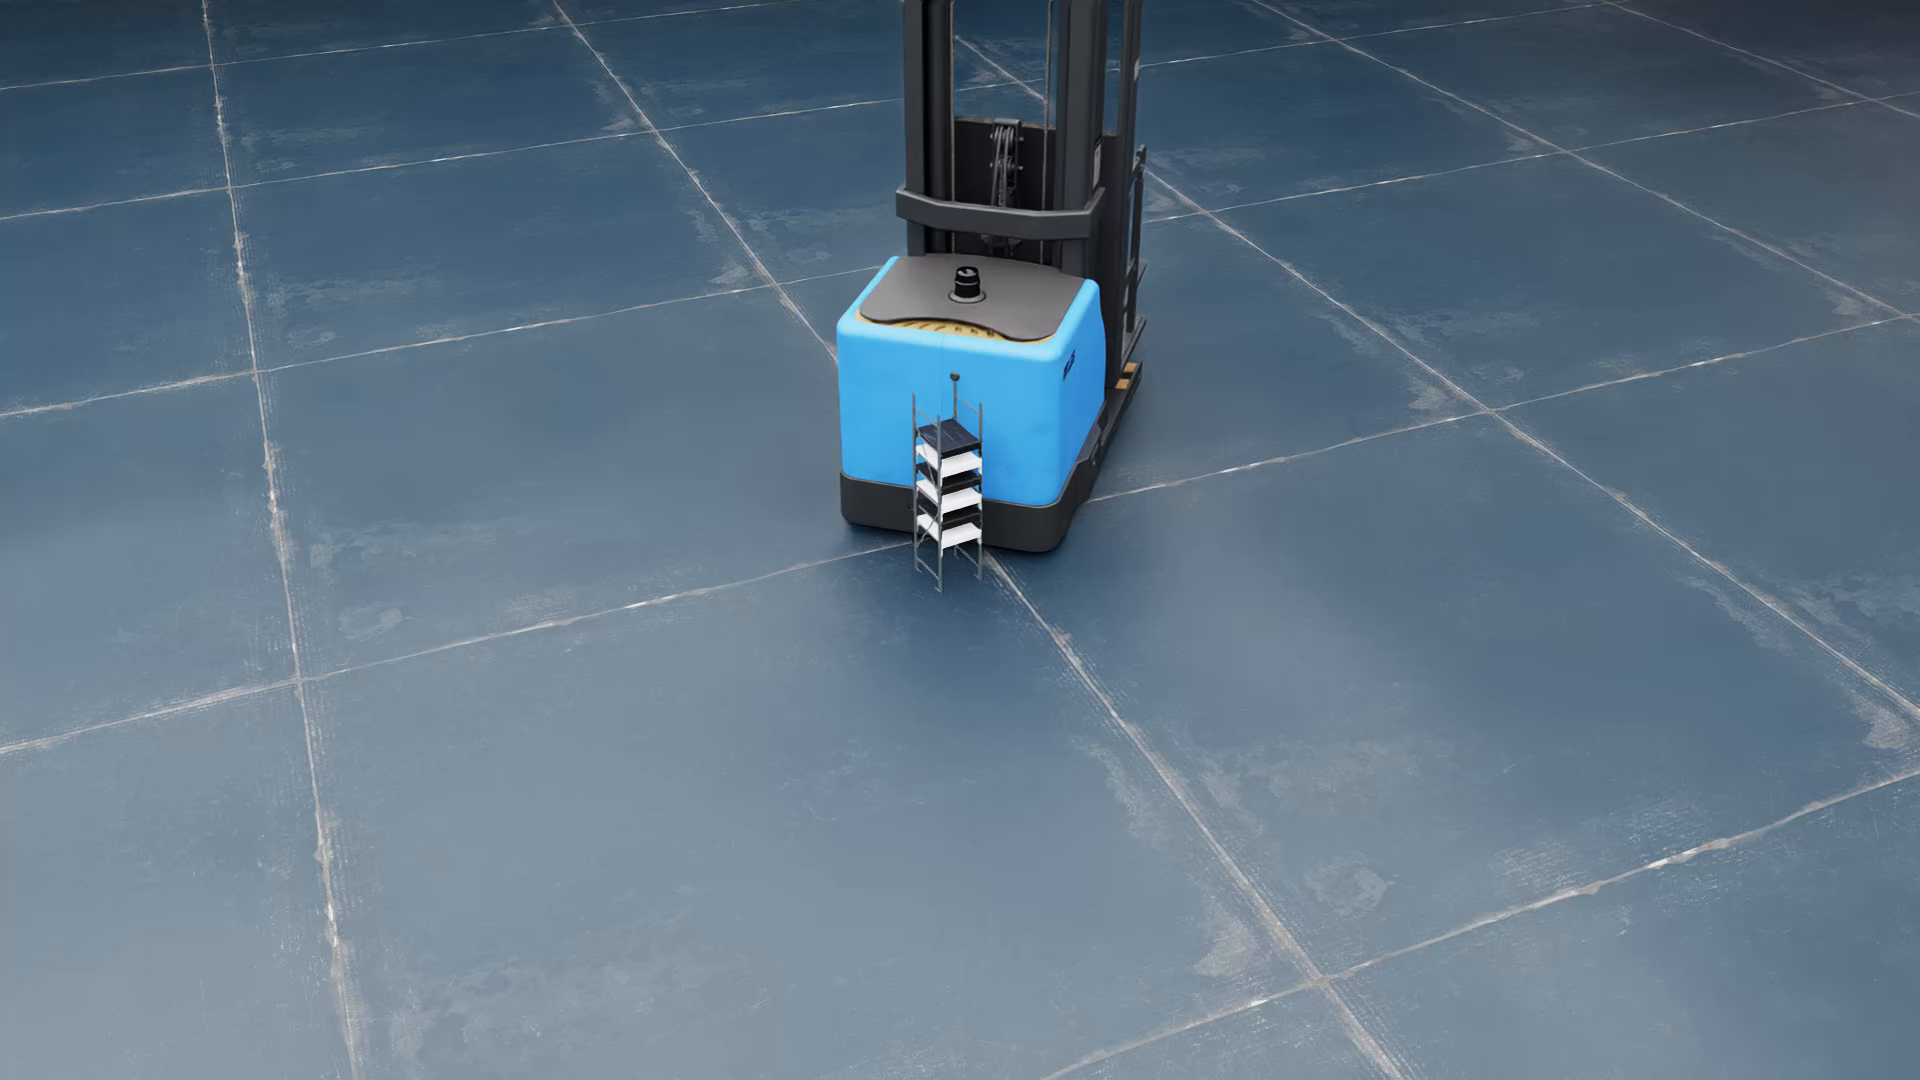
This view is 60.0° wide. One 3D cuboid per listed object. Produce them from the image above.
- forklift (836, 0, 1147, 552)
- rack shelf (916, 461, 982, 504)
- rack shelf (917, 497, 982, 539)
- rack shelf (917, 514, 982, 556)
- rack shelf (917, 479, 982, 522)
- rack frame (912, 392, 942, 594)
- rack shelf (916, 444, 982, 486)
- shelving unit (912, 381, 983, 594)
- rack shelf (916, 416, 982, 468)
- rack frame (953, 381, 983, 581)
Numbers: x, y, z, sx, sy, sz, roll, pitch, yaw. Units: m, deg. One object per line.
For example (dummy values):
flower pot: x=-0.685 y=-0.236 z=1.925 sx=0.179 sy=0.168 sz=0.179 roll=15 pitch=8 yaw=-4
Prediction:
forklift: x=0.351 y=-1.971 z=8.092 sx=1.130 sy=2.935 sz=3.031 roll=9 pitch=34 yaw=14
rack shelf: x=-0.055 y=-0.271 z=7.237 sx=0.200 sy=0.077 sz=0.258 roll=-18 pitch=37 yaw=-25
rack shelf: x=-0.055 y=-0.120 z=7.335 sx=0.200 sy=0.077 sz=0.258 roll=-18 pitch=37 yaw=-25
rack shelf: x=-0.055 y=-0.045 z=7.385 sx=0.200 sy=0.077 sz=0.258 roll=-18 pitch=37 yaw=-25
rack shelf: x=-0.055 y=-0.195 z=7.286 sx=0.200 sy=0.077 sz=0.258 roll=-18 pitch=37 yaw=-25
rack frame: x=-0.143 y=-0.196 z=7.225 sx=0.006 sy=0.900 sz=0.240 roll=-18 pitch=37 yaw=-25
rack shelf: x=-0.055 y=-0.346 z=7.188 sx=0.200 sy=0.077 sz=0.258 roll=-18 pitch=37 yaw=-25
shelving unit: x=-0.055 y=-0.223 z=7.268 sx=0.210 sy=0.900 sz=0.258 roll=-18 pitch=37 yaw=-25
rack shelf: x=-0.055 y=-0.422 z=7.139 sx=0.200 sy=0.077 sz=0.258 roll=-18 pitch=37 yaw=-25
rack frame: x=0.033 y=-0.251 z=7.311 sx=0.006 sy=0.900 sz=0.240 roll=-18 pitch=37 yaw=-25
